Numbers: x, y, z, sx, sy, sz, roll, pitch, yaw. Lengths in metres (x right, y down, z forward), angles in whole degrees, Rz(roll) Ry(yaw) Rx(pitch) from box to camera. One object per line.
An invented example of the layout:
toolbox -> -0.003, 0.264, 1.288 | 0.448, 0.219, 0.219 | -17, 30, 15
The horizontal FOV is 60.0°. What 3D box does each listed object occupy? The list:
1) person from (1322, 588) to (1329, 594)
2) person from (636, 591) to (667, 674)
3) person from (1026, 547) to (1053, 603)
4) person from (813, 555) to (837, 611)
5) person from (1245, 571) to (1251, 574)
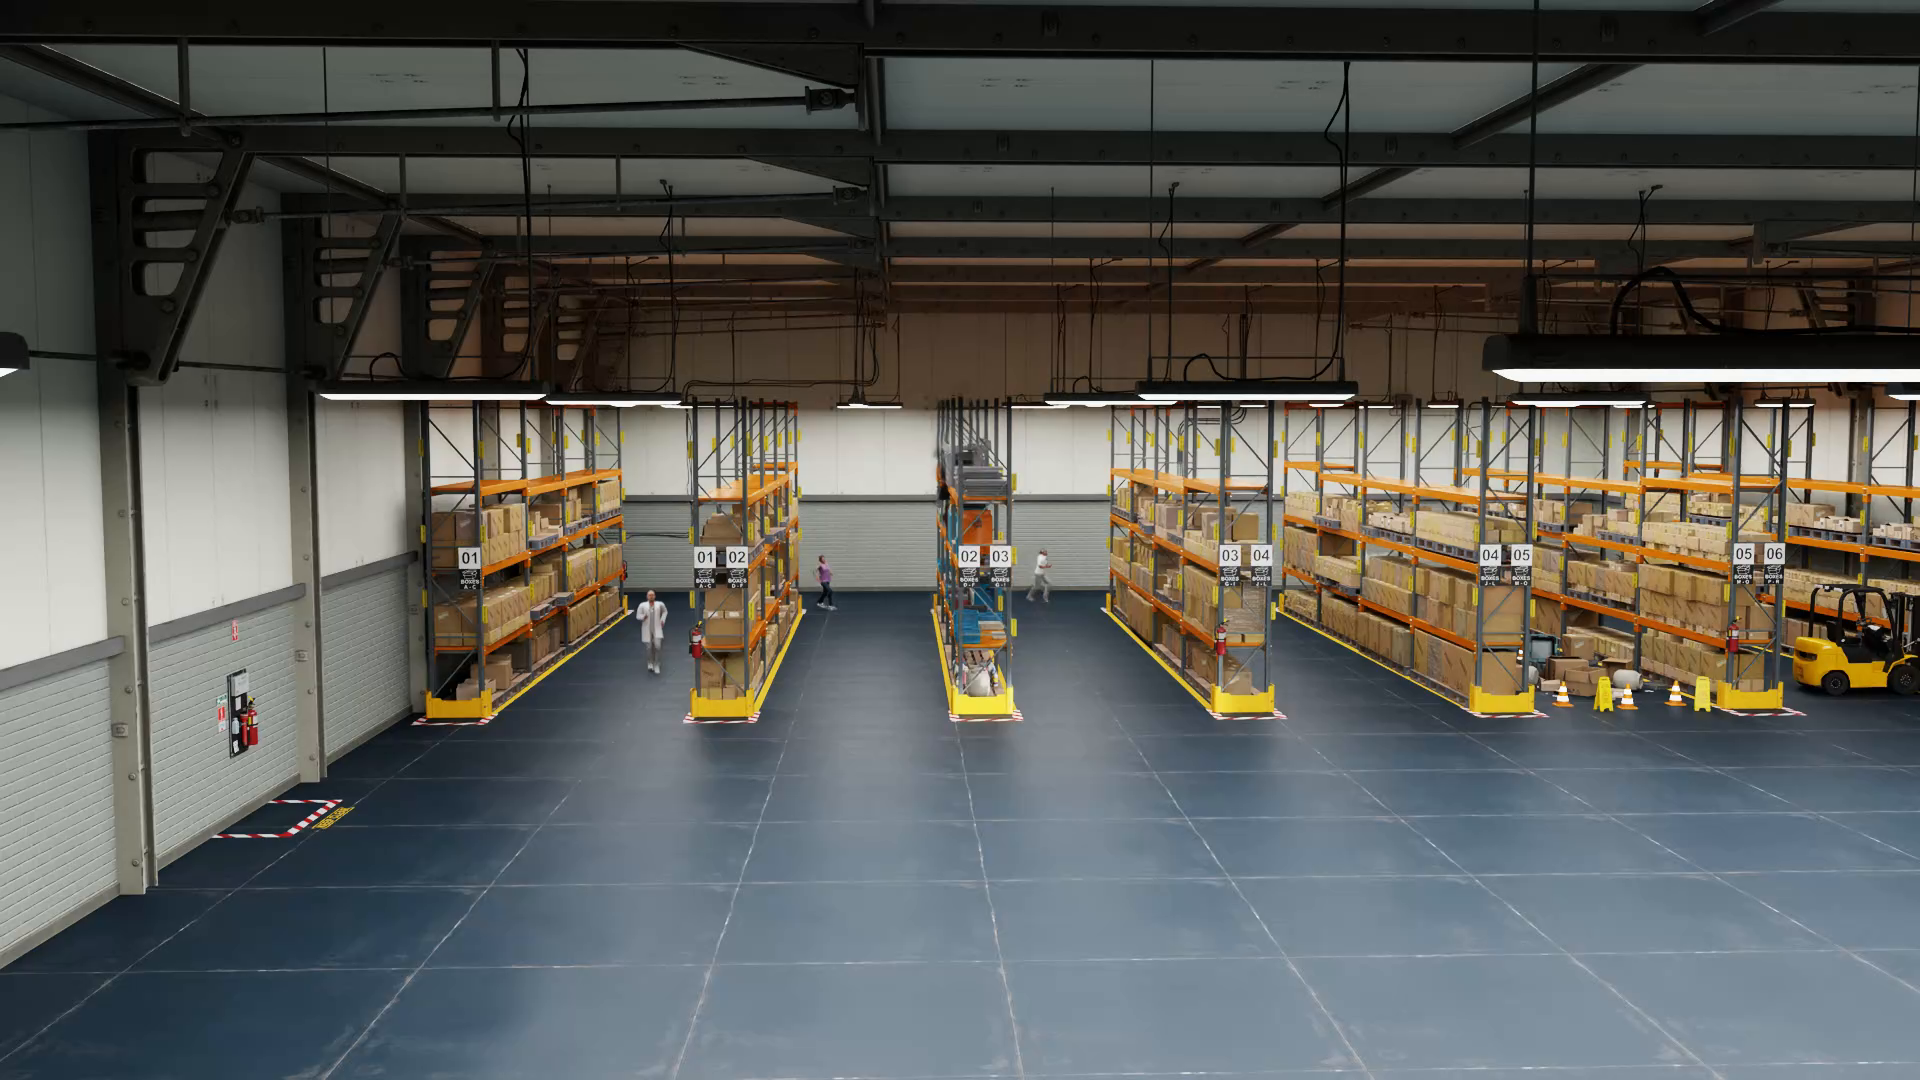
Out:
person -> 10.830, 1.028, 49.555 | 0.629, 1.730, 0.663 | -2, 5, -29
person -> -6.755, 2.022, 36.488 | 0.685, 1.826, 0.777 | -1, 4, -11
person -> 2.388, 1.049, 49.748 | 0.829, 1.719, 0.599 | 2, 5, 19
person -> -3.905, 1.231, 47.915 | 0.723, 1.610, 0.594 | 3, 5, 31
person -> 8.000, 1.296, 45.877 | 0.669, 1.769, 0.908 | 0, 4, 0
